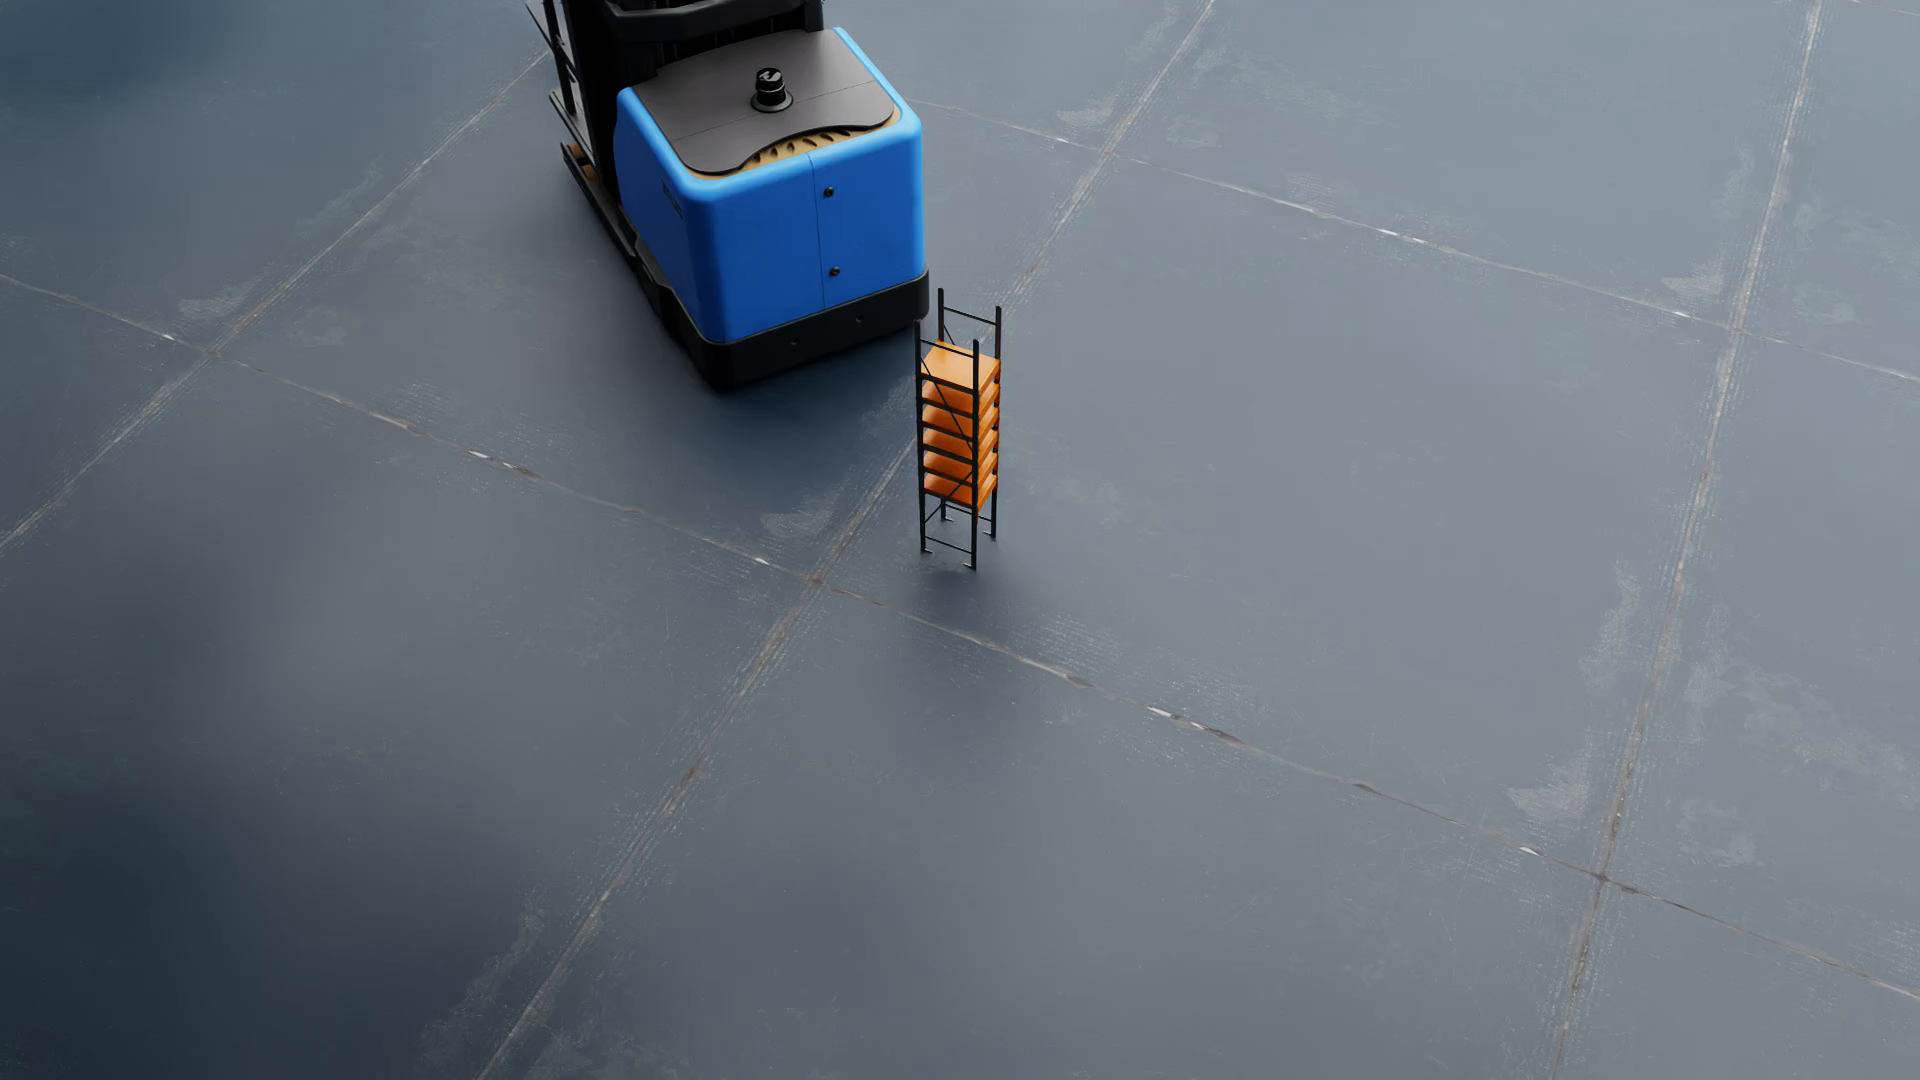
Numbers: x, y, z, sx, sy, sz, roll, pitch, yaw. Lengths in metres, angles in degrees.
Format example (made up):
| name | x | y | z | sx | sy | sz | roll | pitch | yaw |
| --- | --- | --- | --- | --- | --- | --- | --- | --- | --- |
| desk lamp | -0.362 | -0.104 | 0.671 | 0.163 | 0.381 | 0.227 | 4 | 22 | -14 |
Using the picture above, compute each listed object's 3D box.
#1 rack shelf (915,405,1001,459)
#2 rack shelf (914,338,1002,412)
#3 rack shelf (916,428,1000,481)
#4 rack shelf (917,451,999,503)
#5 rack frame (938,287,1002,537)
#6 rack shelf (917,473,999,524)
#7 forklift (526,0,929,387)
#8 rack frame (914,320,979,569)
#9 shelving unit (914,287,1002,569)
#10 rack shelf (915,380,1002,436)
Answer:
| name | x | y | z | sx | sy | sz | roll | pitch | yaw |
| --- | --- | --- | --- | --- | --- | --- | --- | --- | --- |
| rack shelf | -0.006 | -0.428 | 6.042 | 0.258 | 0.103 | 0.180 | 20 | 52 | 16 |
| rack shelf | -0.006 | -0.583 | 5.859 | 0.258 | 0.103 | 0.180 | 20 | 52 | 16 |
| rack shelf | -0.006 | -0.350 | 6.134 | 0.258 | 0.103 | 0.180 | 20 | 52 | 16 |
| rack shelf | -0.006 | -0.272 | 6.225 | 0.258 | 0.103 | 0.180 | 20 | 52 | 16 |
| rack frame | 0.033 | -0.442 | 6.153 | 0.240 | 1.200 | 0.006 | 20 | 52 | 16 |
| rack shelf | -0.006 | -0.195 | 6.316 | 0.258 | 0.103 | 0.180 | 20 | 52 | 16 |
| forklift | -1.265 | -2.728 | 6.962 | 1.130 | 2.935 | 3.031 | -22 | 53 | -17 |
| rack frame | -0.045 | -0.316 | 6.046 | 0.240 | 1.200 | 0.006 | 20 | 52 | 16 |
| shelving unit | -0.006 | -0.379 | 6.100 | 0.258 | 1.200 | 0.189 | 20 | 52 | 16 |
| rack shelf | -0.006 | -0.506 | 5.951 | 0.258 | 0.103 | 0.180 | 20 | 52 | 16 |
